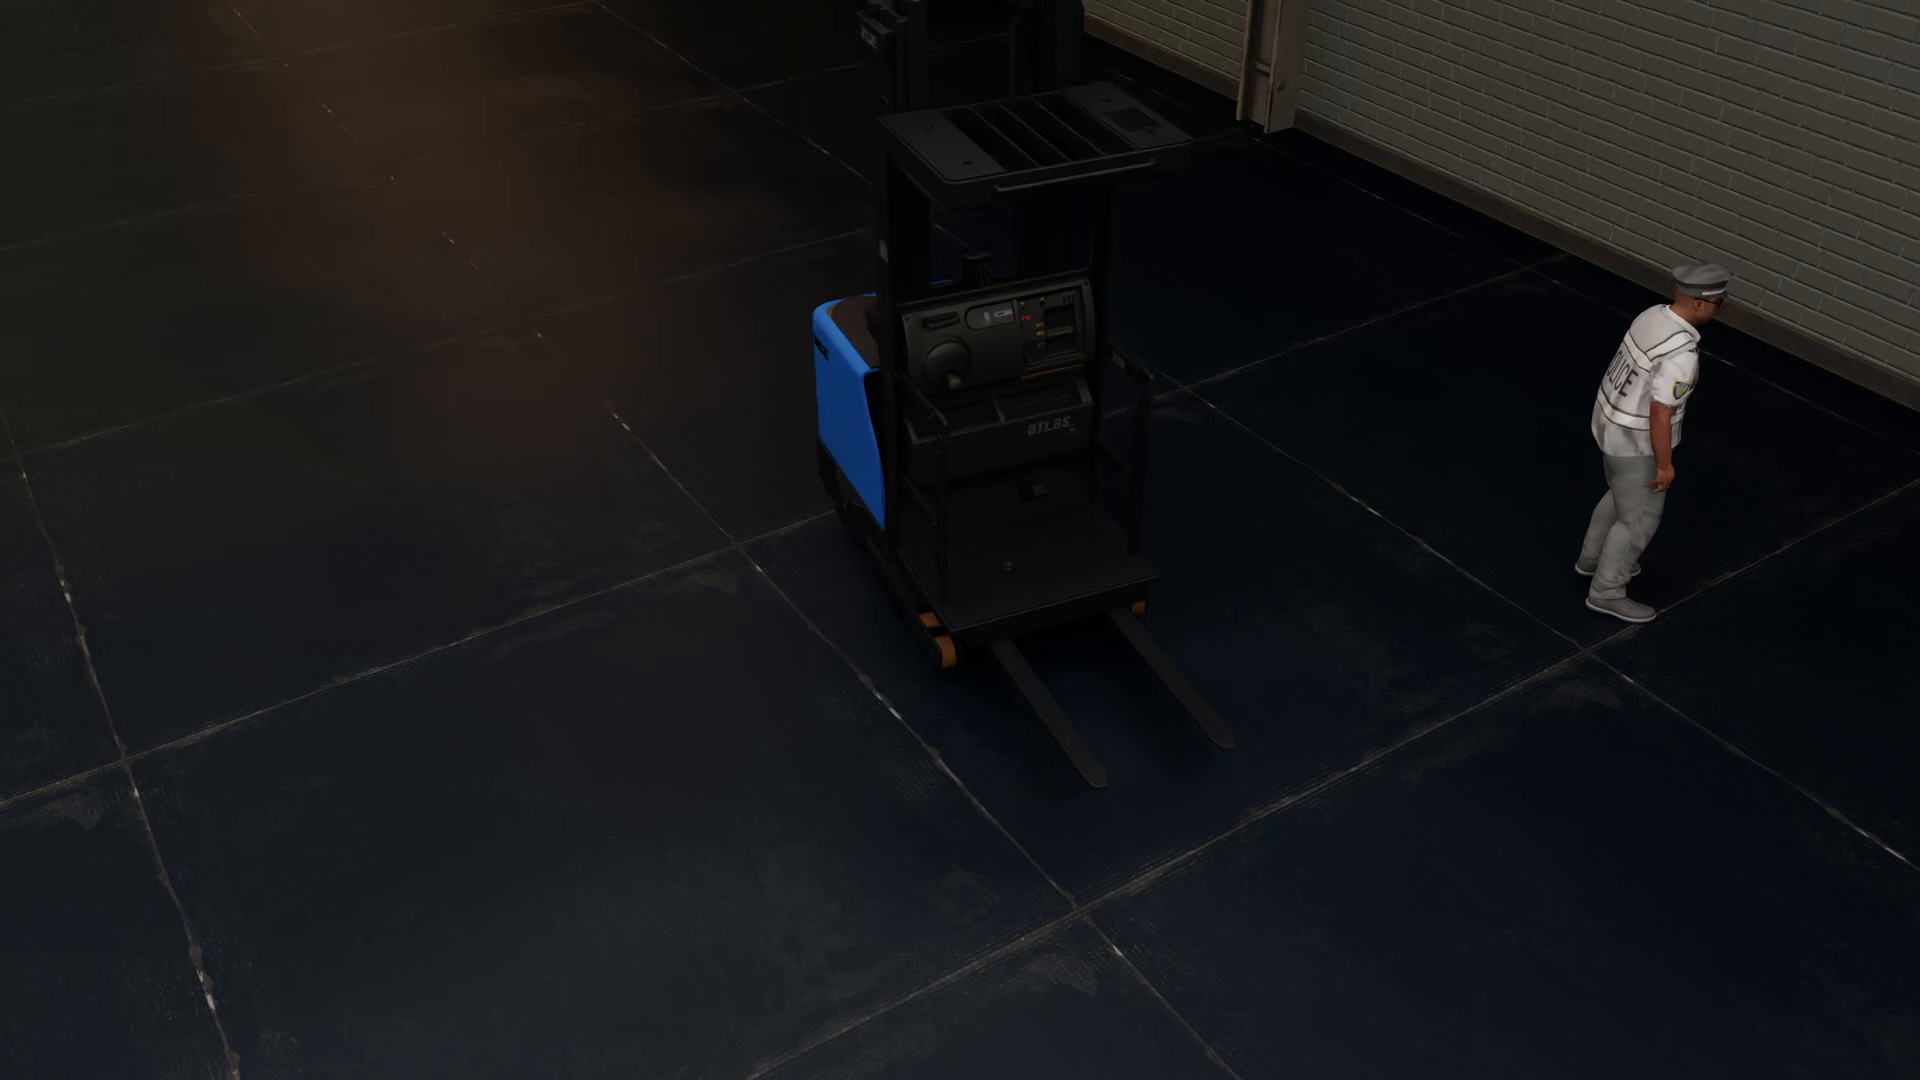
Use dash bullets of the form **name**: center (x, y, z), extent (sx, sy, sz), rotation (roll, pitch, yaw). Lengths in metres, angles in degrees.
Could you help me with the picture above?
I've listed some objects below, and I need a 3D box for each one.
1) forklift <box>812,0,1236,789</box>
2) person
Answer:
- **forklift**: center (0.269, -0.869, 7.384), extent (1.130, 2.935, 3.031), rotation (-14, 37, -19)
- **person**: center (3.221, -0.481, 7.860), extent (0.443, 1.747, 0.605), rotation (3, 35, 4)
